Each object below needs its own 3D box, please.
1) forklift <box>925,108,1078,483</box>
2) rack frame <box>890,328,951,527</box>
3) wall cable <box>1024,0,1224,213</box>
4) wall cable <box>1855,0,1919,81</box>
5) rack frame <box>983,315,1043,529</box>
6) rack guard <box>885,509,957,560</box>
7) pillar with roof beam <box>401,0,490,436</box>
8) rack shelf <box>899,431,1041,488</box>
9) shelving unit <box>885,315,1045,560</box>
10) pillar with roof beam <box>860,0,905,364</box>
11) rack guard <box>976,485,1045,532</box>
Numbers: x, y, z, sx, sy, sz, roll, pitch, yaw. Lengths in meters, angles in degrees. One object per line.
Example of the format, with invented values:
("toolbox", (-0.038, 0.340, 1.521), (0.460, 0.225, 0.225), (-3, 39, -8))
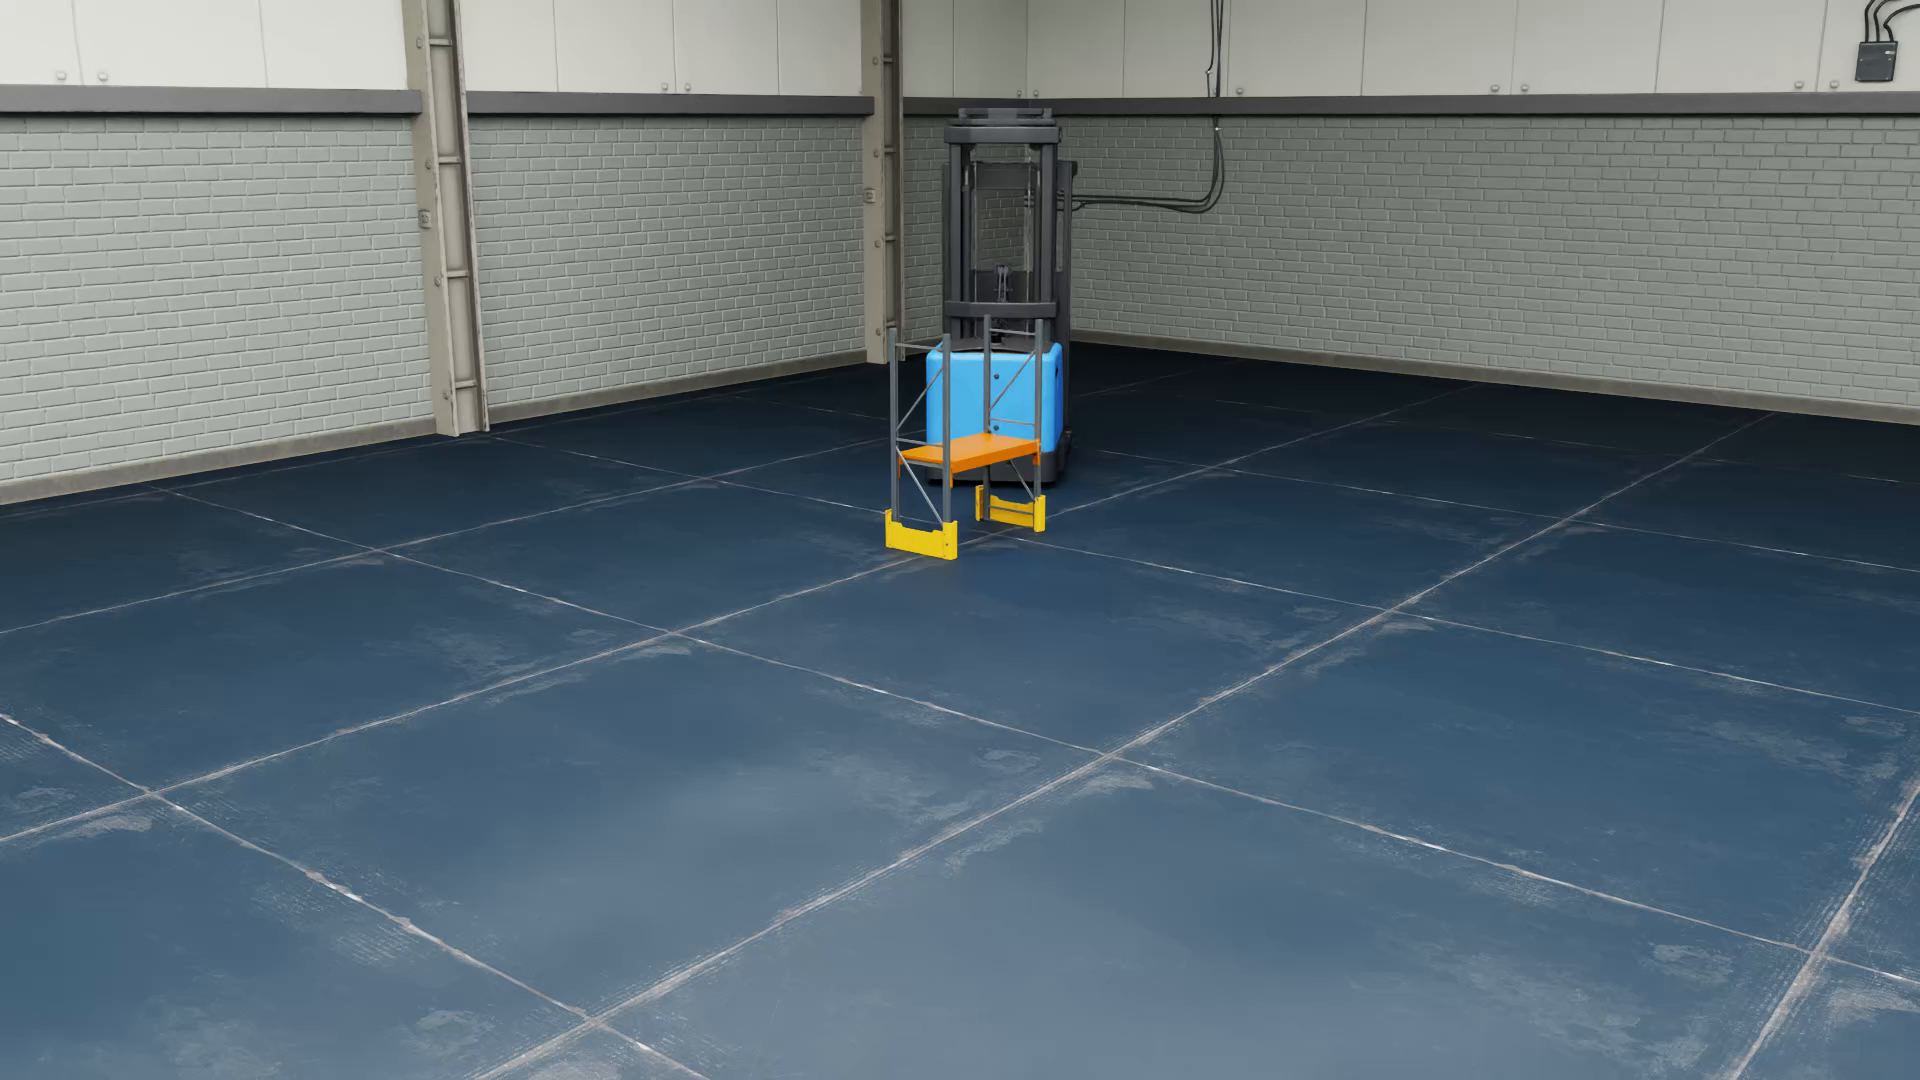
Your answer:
("forklift", (0.422, -2.188, 14.285), (1.130, 2.935, 3.031), (2, 14, 7))
("rack frame", (-0.266, -0.646, 11.119), (0.500, 1.500, 0.032), (11, 18, 38))
("wall cable", (1.974, -5.384, 20.849), (3.097, 2.526, 0.112), (11, 18, 38))
("wall cable", (9.348, -7.066, 14.253), (2.305, 6.003, 0.169), (11, 18, 38))
("rack frame", (0.373, -0.841, 11.886), (0.500, 1.500, 0.032), (11, 18, 38))
("rack guard", (-0.265, -0.040, 11.274), (0.587, 0.250, 0.087), (11, 18, 38))
("pillar with roof beam", (-1.328, -4.715, 11.905), (9.100, 9.000, 0.400), (11, 18, 38))
("rack shelf", (0.054, -0.569, 11.547), (0.538, 0.185, 1.000), (11, 18, 38))
("shelving unit", (0.048, -0.742, 11.496), (0.587, 1.500, 1.083), (11, 18, 38))
("pillar with roof beam", (2.443, -5.864, 16.428), (9.100, 9.000, 0.400), (11, 18, 38))
("rack guard", (0.361, -0.231, 12.025), (0.587, 0.250, 0.087), (11, 18, 38))
